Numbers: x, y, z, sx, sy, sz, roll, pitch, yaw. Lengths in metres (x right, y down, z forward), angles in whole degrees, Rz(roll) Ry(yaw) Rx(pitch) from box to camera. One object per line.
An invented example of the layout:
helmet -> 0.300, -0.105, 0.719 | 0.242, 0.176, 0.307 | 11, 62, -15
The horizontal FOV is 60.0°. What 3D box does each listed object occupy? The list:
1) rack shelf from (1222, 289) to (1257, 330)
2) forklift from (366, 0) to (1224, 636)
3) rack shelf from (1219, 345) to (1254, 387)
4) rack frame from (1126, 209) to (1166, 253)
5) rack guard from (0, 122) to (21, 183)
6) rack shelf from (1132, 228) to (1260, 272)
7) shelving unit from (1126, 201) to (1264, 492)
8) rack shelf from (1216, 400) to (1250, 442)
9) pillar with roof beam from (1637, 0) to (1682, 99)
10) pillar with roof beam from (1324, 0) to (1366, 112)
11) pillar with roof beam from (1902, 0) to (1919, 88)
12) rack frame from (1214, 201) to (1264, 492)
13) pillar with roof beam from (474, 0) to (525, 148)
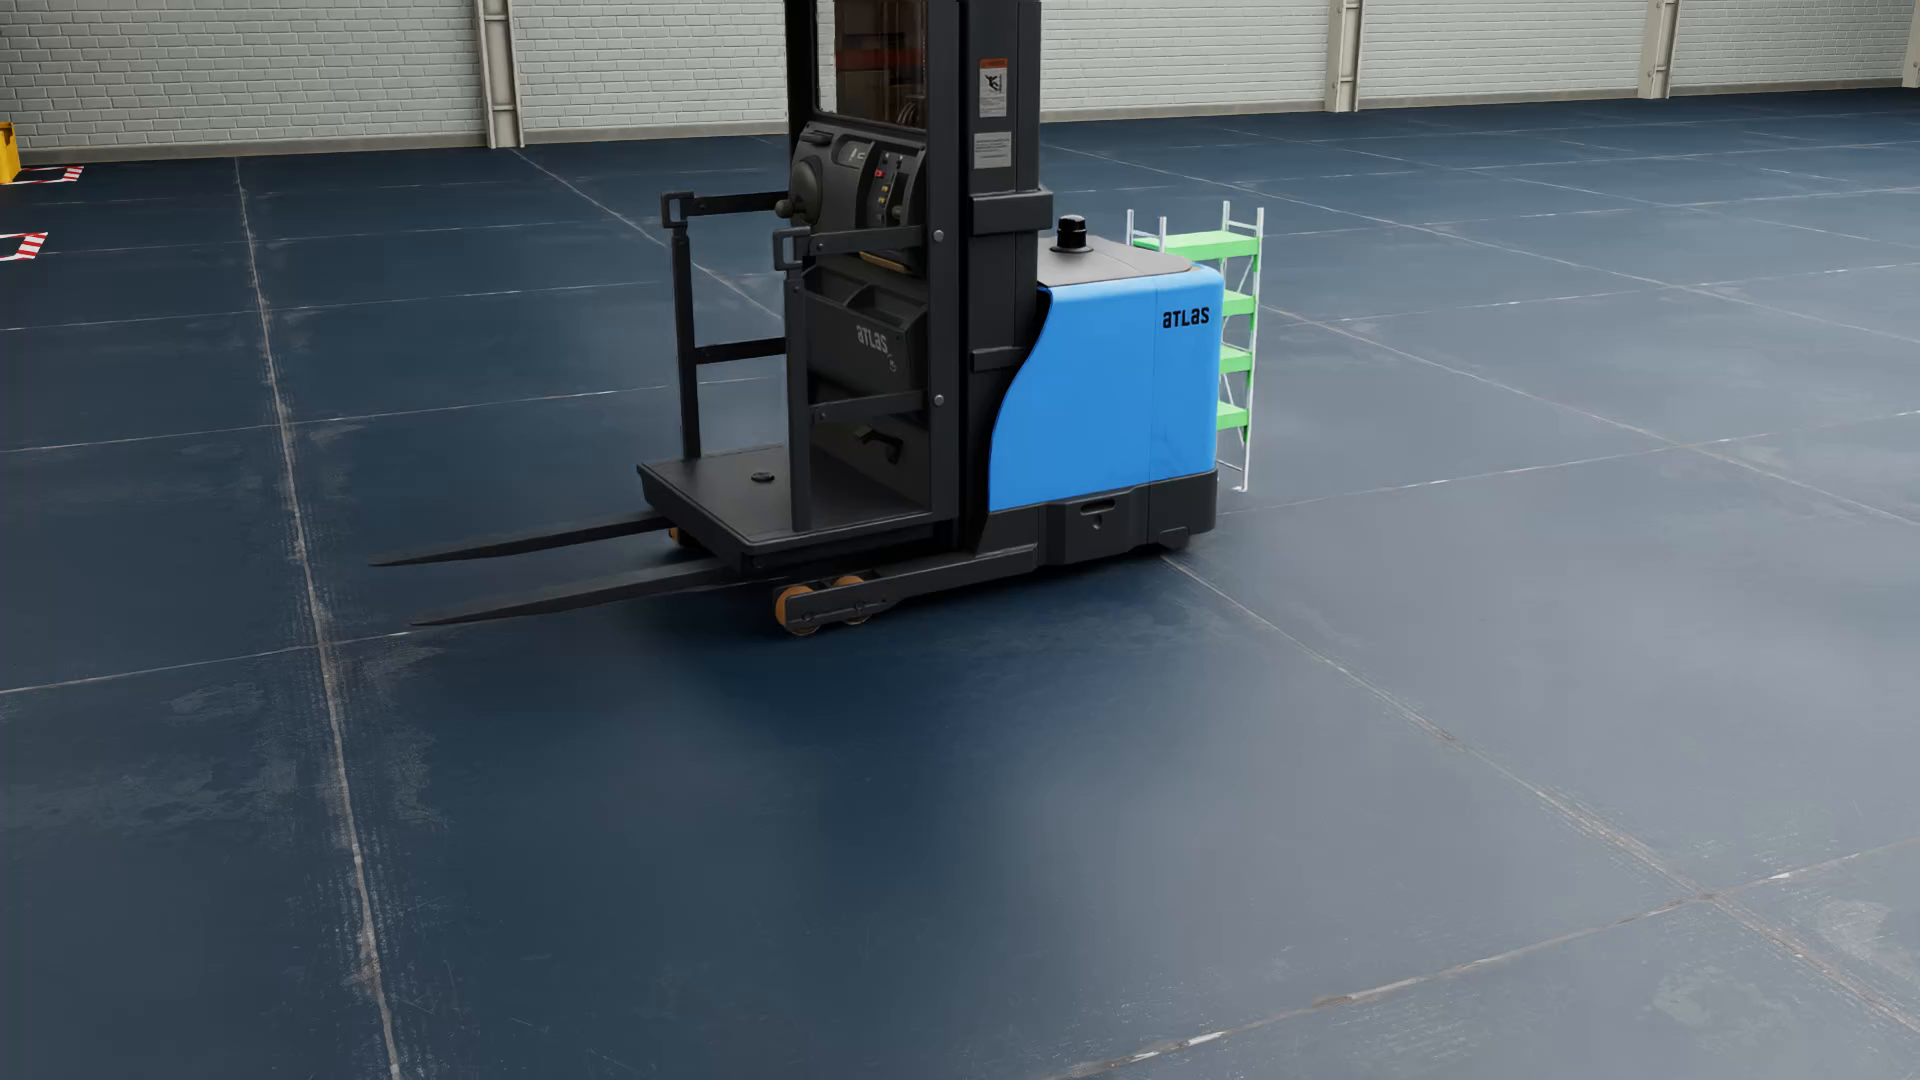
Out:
rack shelf -> 0.949, -0.933, 6.835 | 0.480, 0.148, 0.258 | -11, 22, -28
forklift -> -0.543, -1.260, 5.687 | 3.031, 2.935, 1.130 | -11, 22, -28
rack shelf -> 0.949, -0.707, 6.915 | 0.480, 0.148, 0.258 | -11, 22, -28
rack frame -> 0.738, -0.726, 6.778 | 0.015, 1.200, 0.240 | -11, 22, -28
rack guard -> -9.929, -3.981, 17.076 | 0.348, 0.500, 1.175 | -8, 21, -22
rack shelf -> 0.949, -1.159, 6.755 | 0.480, 0.148, 0.258 | -11, 22, -28
shelving unit -> 0.949, -0.767, 6.894 | 0.503, 1.200, 0.258 | -11, 22, -28
rack shelf -> 0.949, -0.480, 6.995 | 0.480, 0.148, 0.258 | -11, 22, -28
pillar with roof beam -> 12.795, -10.014, 21.414 | 0.400, 9.000, 9.100 | -8, 21, -22
pillar with roof beam -> 7.286, -9.225, 19.173 | 0.400, 9.000, 9.100 | -8, 21, -22
pillar with roof beam -> 18.304, -10.804, 23.656 | 0.400, 9.000, 9.100 | -8, 21, -22
rack frame -> 1.161, -0.807, 7.009 | 0.015, 1.200, 0.240 | -11, 22, -28
pillar with roof beam -> -3.733, -7.646, 14.689 | 0.400, 9.000, 9.100 | -8, 21, -22
